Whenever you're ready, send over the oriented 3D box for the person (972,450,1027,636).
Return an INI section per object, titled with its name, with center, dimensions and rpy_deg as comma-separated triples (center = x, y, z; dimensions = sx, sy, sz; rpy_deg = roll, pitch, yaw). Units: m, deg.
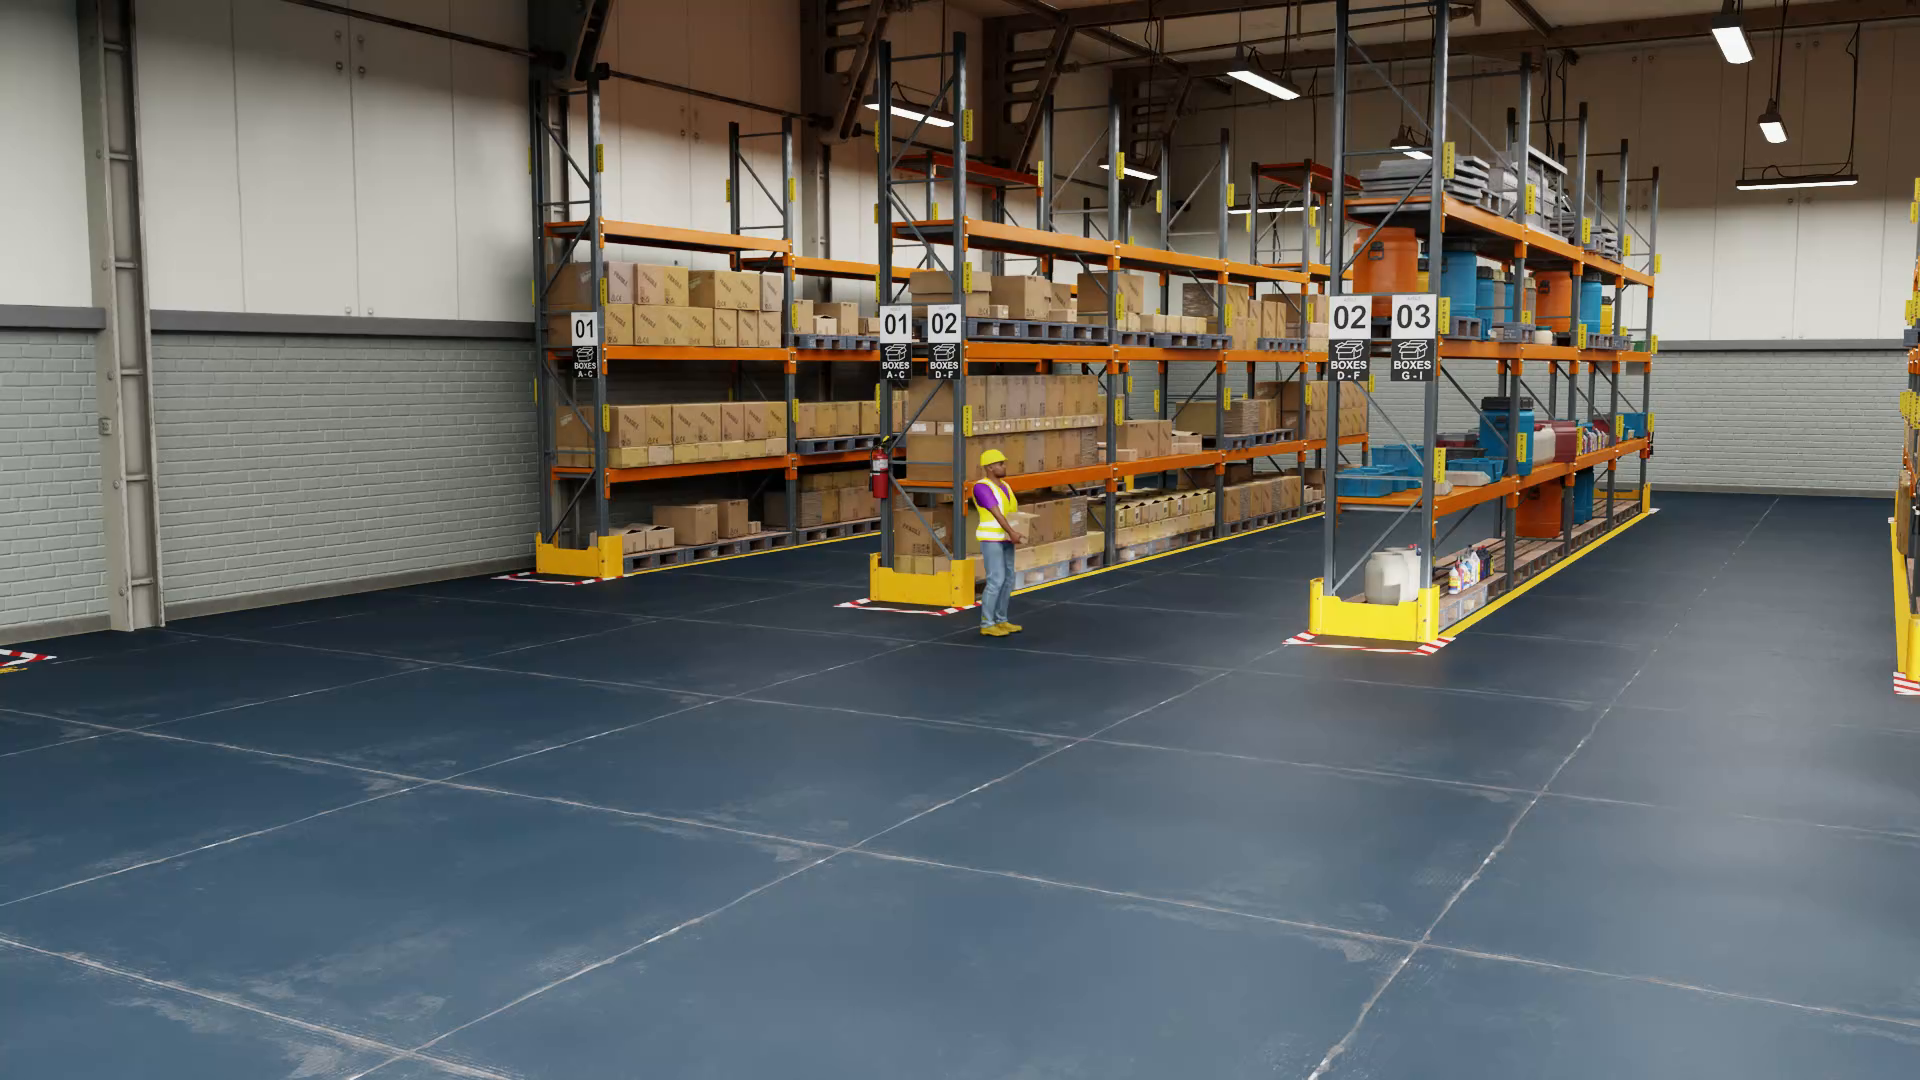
[person]
center = 0.446, 0.022, 15.841
dimensions = 0.587, 1.760, 0.503
rpy_deg = 3, 7, 30
